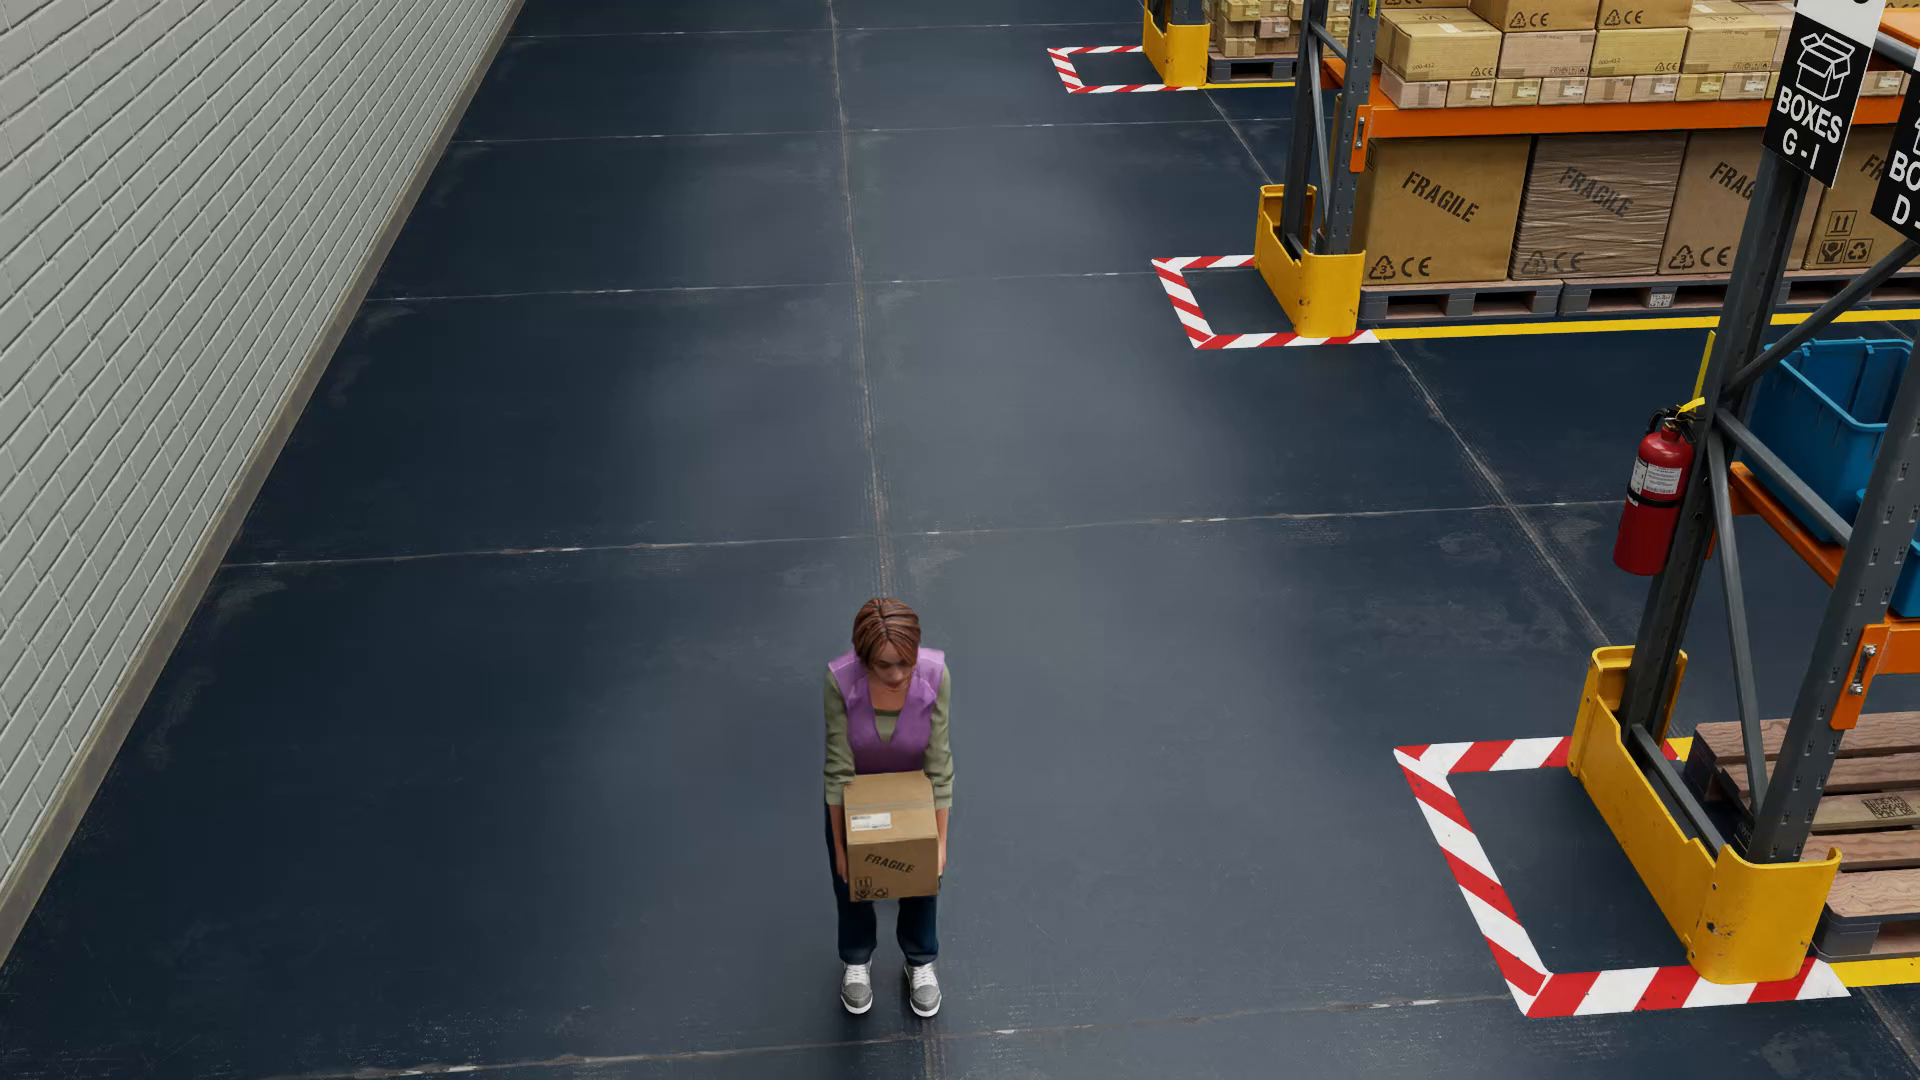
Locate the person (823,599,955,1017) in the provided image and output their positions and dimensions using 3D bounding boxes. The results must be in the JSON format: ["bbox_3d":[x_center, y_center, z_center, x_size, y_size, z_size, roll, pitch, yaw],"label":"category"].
[{"bbox_3d":[-0.212,0.795,4.888,0.374,1.561,0.536,-3,32,-5],"label":"person"}]
